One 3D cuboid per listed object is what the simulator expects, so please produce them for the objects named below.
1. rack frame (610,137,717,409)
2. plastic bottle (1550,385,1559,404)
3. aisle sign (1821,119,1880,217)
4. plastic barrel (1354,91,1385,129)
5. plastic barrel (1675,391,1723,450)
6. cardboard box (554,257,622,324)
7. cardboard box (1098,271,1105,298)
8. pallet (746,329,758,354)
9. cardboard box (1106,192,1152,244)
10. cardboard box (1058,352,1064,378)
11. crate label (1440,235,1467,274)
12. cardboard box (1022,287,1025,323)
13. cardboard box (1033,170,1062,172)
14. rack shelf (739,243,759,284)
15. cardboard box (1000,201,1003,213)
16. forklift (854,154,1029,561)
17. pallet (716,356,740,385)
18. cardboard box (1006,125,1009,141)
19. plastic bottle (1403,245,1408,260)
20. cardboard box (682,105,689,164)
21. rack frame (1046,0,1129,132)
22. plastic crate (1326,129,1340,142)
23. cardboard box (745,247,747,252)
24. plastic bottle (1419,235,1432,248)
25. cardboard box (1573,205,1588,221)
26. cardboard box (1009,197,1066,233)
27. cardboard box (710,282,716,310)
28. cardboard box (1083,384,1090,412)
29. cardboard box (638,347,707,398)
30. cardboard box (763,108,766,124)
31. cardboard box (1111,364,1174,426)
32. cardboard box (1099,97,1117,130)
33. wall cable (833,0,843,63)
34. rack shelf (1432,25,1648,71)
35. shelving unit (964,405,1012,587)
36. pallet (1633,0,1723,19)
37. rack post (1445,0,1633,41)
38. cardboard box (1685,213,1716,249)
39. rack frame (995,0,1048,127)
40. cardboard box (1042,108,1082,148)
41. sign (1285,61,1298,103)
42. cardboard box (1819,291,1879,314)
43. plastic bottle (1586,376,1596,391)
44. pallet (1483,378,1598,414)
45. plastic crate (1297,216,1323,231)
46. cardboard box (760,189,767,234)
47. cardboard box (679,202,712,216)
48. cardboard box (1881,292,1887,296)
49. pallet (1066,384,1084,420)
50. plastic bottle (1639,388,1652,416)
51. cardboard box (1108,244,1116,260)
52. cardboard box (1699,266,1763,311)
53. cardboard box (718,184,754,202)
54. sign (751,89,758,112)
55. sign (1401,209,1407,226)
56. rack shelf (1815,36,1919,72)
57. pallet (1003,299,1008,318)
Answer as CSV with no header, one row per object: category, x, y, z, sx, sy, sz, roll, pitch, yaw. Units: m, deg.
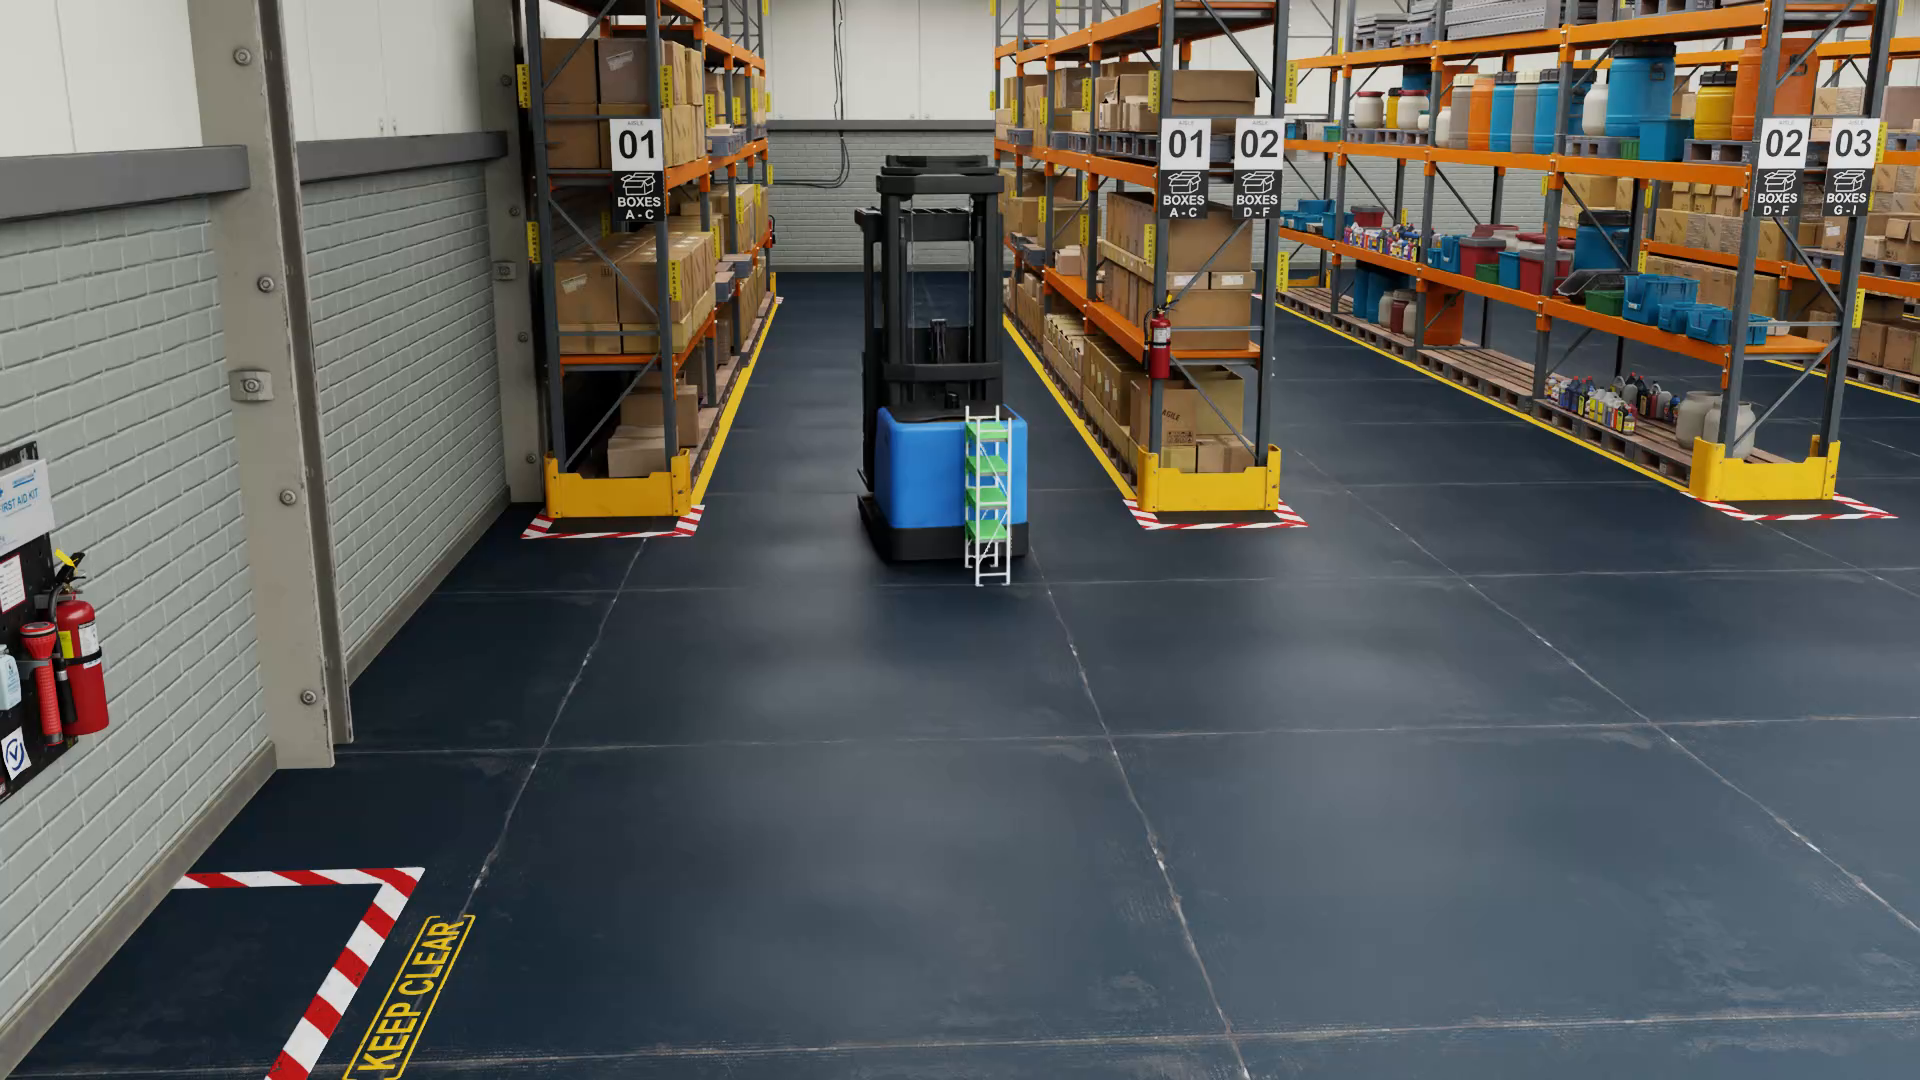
rack frame,-3.093,-2.662,17.355,1.000,3.000,0.127,-1,14,-3
plastic bottle,6.383,-1.562,17.810,0.097,0.201,0.097,0,14,0
aisle sign,7.339,-3.066,13.707,0.394,0.787,0.004,-1,14,-3
plastic barrel,6.082,-6.392,24.715,0.433,0.535,0.433,0,14,0
plastic barrel,6.895,-1.106,15.456,0.421,0.512,0.421,0,14,0
cardboard box,-3.087,-2.082,13.854,0.500,0.500,0.500,-1,14,-4
cardboard box,1.777,-2.789,18.147,0.500,0.250,0.500,0,14,0
pallet,-3.387,-2.807,23.512,1.003,0.211,1.213,-1,14,-3
cardboard box,1.885,-3.306,17.053,0.700,0.500,0.500,-1,14,-3
cardboard box,1.444,-2.090,19.805,0.500,0.250,0.500,-1,14,-2
crate label,6.339,-3.576,20.834,0.502,0.435,0.616,-1,14,-3
cardboard box,1.186,-3.475,24.648,0.500,0.500,0.500,-1,14,-3
cardboard box,1.478,-5.896,27.715,0.500,0.500,0.500,0,14,-2
rack shelf,-3.465,-3.806,23.244,1.077,0.370,4.000,-1,14,-3
cardboard box,0.937,-5.405,27.814,0.500,0.500,0.500,-1,14,-4
forklift,-0.246,-1.589,13.319,1.130,2.935,3.031,-2,15,-9
pallet,-3.294,-2.112,20.813,1.003,0.211,1.213,-1,14,-3
cardboard box,1.000,-6.475,26.454,0.500,0.250,0.500,-1,14,-3
plastic bottle,6.087,-3.919,22.635,0.097,0.201,0.097,0,14,0
cardboard box,-2.650,-3.529,14.461,0.500,0.500,0.500,0,14,-1
rack frame,1.603,-6.640,20.774,1.000,3.000,0.127,-1,14,-3
plastic crate,5.971,-6.256,25.726,0.450,0.188,0.662,-1,14,-3
cardboard box,-3.251,-4.206,23.819,0.380,0.149,0.250,-1,14,-3
plastic bottle,6.607,-4.248,23.615,0.144,0.351,0.185,-1,14,-3
cardboard box,10.821,-5.570,28.359,0.500,0.250,0.500,-1,14,-5
cardboard box,1.161,-4.860,24.852,0.700,0.500,0.500,-6,16,-22
cardboard box,-2.761,-2.486,16.931,0.500,0.250,0.500,-1,14,-3
cardboard box,1.577,-1.492,17.479,0.500,0.250,0.500,-1,14,-3
cardboard box,-3.155,-1.848,18.322,0.700,0.500,0.500,0,14,-2
cardboard box,-3.526,-7.101,27.842,0.500,0.250,0.500,0,14,-2
cardboard box,1.692,-1.357,15.452,0.500,0.500,0.500,-1,14,-3
cardboard box,1.652,-4.157,16.198,0.500,0.311,0.500,-2,15,-7
wall cable,-1.130,-10.948,33.615,3.097,2.526,0.112,-1,14,-3
rack shelf,6.671,-5.676,19.274,1.077,0.370,4.000,-1,14,-3
shelving unit,0.196,-0.319,11.841,0.258,1.200,0.503,-2,16,-8
pallet,6.952,-4.927,15.298,1.003,0.211,1.213,-1,14,-3
rack post,6.587,-6.306,19.075,1.013,1.000,3.121,-1,14,-3
cardboard box,11.084,-4.562,24.537,0.500,0.500,0.500,-1,14,-5
rack frame,1.107,-8.630,28.507,1.000,3.000,0.127,-1,14,-3
cardboard box,1.542,-5.344,21.555,0.910,0.500,0.500,-1,14,-3
sign,2.653,-3.667,13.324,0.100,0.325,0.005,-1,14,-3
cardboard box,11.562,-3.086,21.630,0.500,0.250,0.500,0,14,-1
plastic bottle,6.575,-1.541,17.428,0.144,0.351,0.185,-1,14,-3
pallet,6.707,-1.660,19.053,1.003,0.211,1.213,-1,14,-3
plastic crate,5.838,-5.279,27.740,0.416,0.233,0.300,-1,14,-3
cardboard box,-3.739,-5.485,27.721,0.980,0.700,0.700,-1,14,-4
cardboard box,-3.255,-4.068,20.431,0.380,0.149,0.250,-3,15,-13
cardboard box,15.822,-4.171,28.097,0.380,0.149,0.250,-1,14,-2
pallet,1.766,-1.572,18.713,1.003,0.211,1.213,-1,14,-3
plastic bottle,7.054,-1.421,17.099,0.061,0.283,0.133,-1,14,-3
cardboard box,1.707,-2.906,16.799,0.380,0.149,0.250,-1,14,-5
cardboard box,11.421,-3.455,23.855,1.225,0.875,0.875,-1,14,-3
cardboard box,-3.305,-5.105,24.506,0.500,0.250,0.500,-1,14,-2
sign,-3.048,-6.518,24.652,0.100,0.325,0.005,-1,14,-3
sign,6.848,-4.947,25.679,0.100,0.325,0.005,-1,14,-3
rack shelf,11.614,-5.753,19.571,1.077,0.370,4.000,-1,14,-3
pallet,1.235,-3.854,27.582,1.003,0.211,1.213,-1,14,-3
